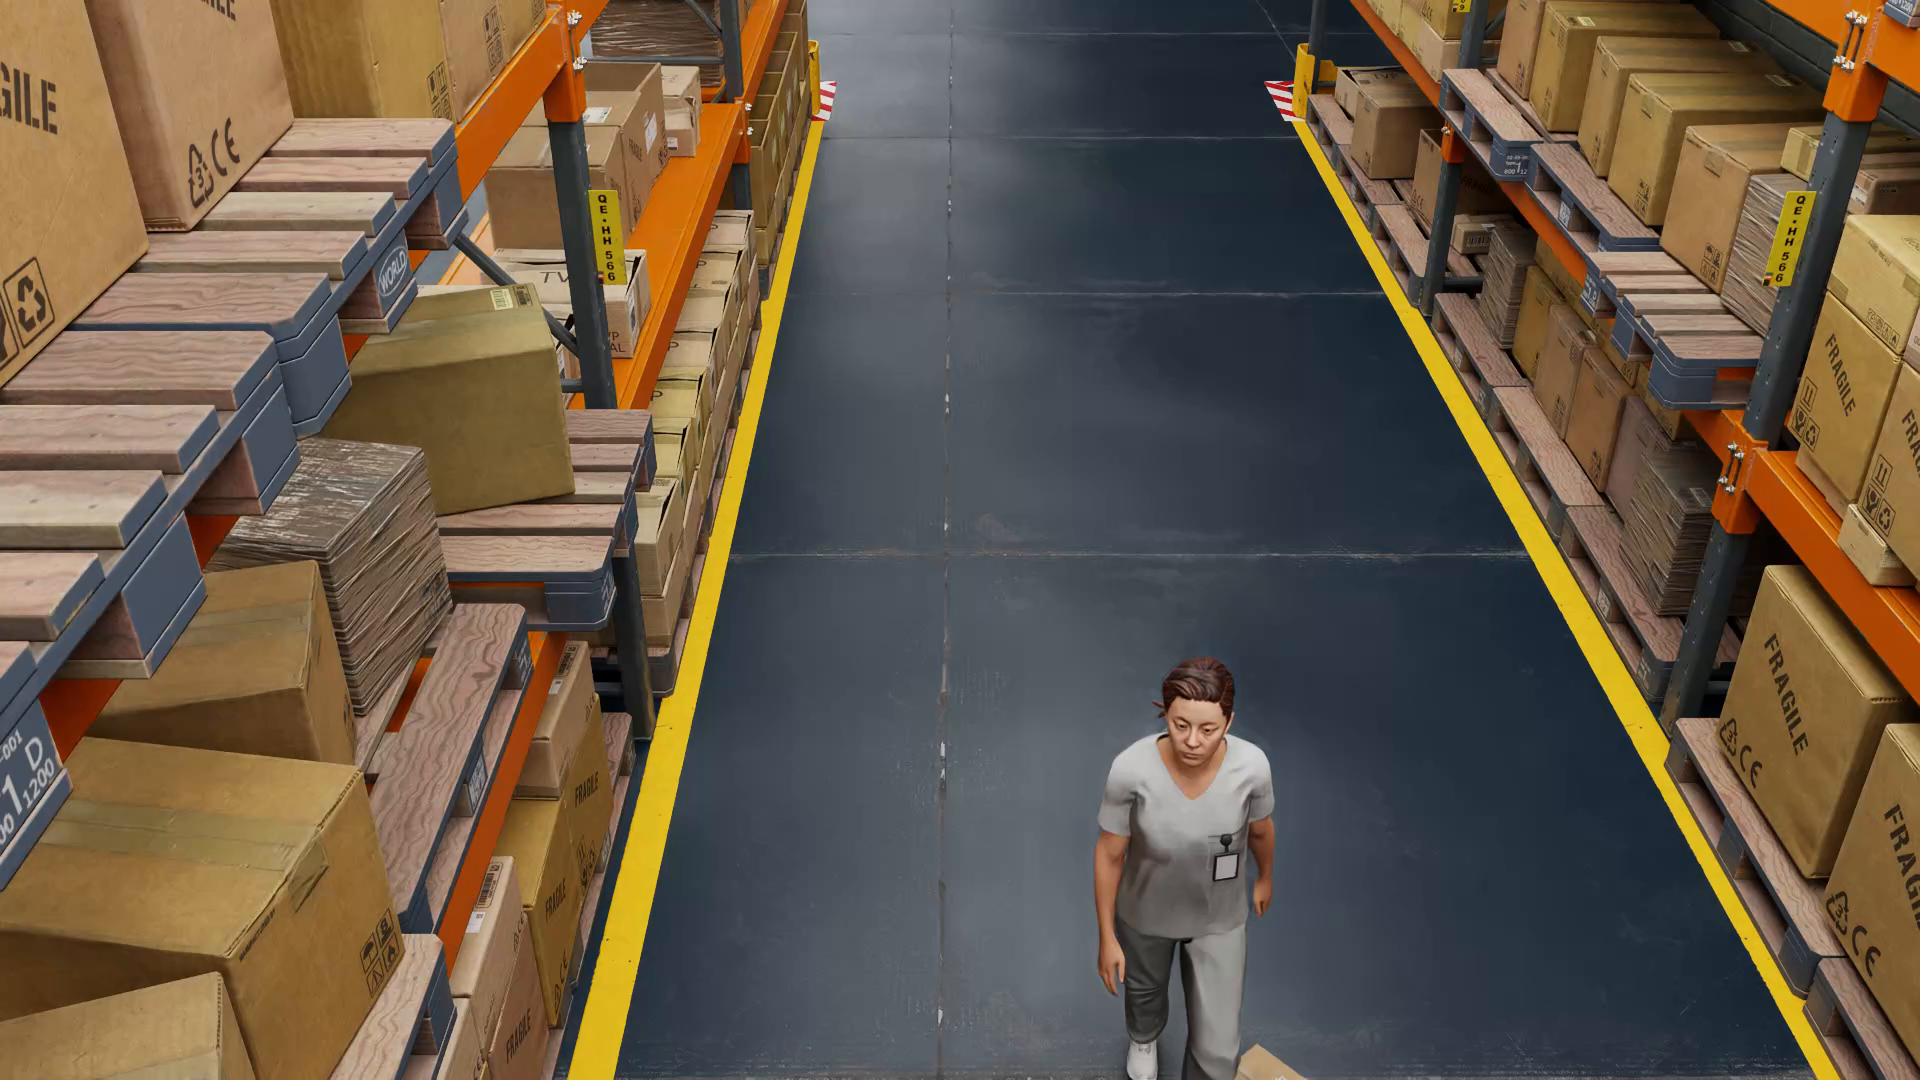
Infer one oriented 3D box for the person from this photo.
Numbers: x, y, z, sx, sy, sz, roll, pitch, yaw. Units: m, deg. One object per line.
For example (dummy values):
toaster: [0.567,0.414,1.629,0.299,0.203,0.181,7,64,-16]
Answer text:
person: [0.601,1.038,4.484,0.497,1.702,0.804,3,32,6]
